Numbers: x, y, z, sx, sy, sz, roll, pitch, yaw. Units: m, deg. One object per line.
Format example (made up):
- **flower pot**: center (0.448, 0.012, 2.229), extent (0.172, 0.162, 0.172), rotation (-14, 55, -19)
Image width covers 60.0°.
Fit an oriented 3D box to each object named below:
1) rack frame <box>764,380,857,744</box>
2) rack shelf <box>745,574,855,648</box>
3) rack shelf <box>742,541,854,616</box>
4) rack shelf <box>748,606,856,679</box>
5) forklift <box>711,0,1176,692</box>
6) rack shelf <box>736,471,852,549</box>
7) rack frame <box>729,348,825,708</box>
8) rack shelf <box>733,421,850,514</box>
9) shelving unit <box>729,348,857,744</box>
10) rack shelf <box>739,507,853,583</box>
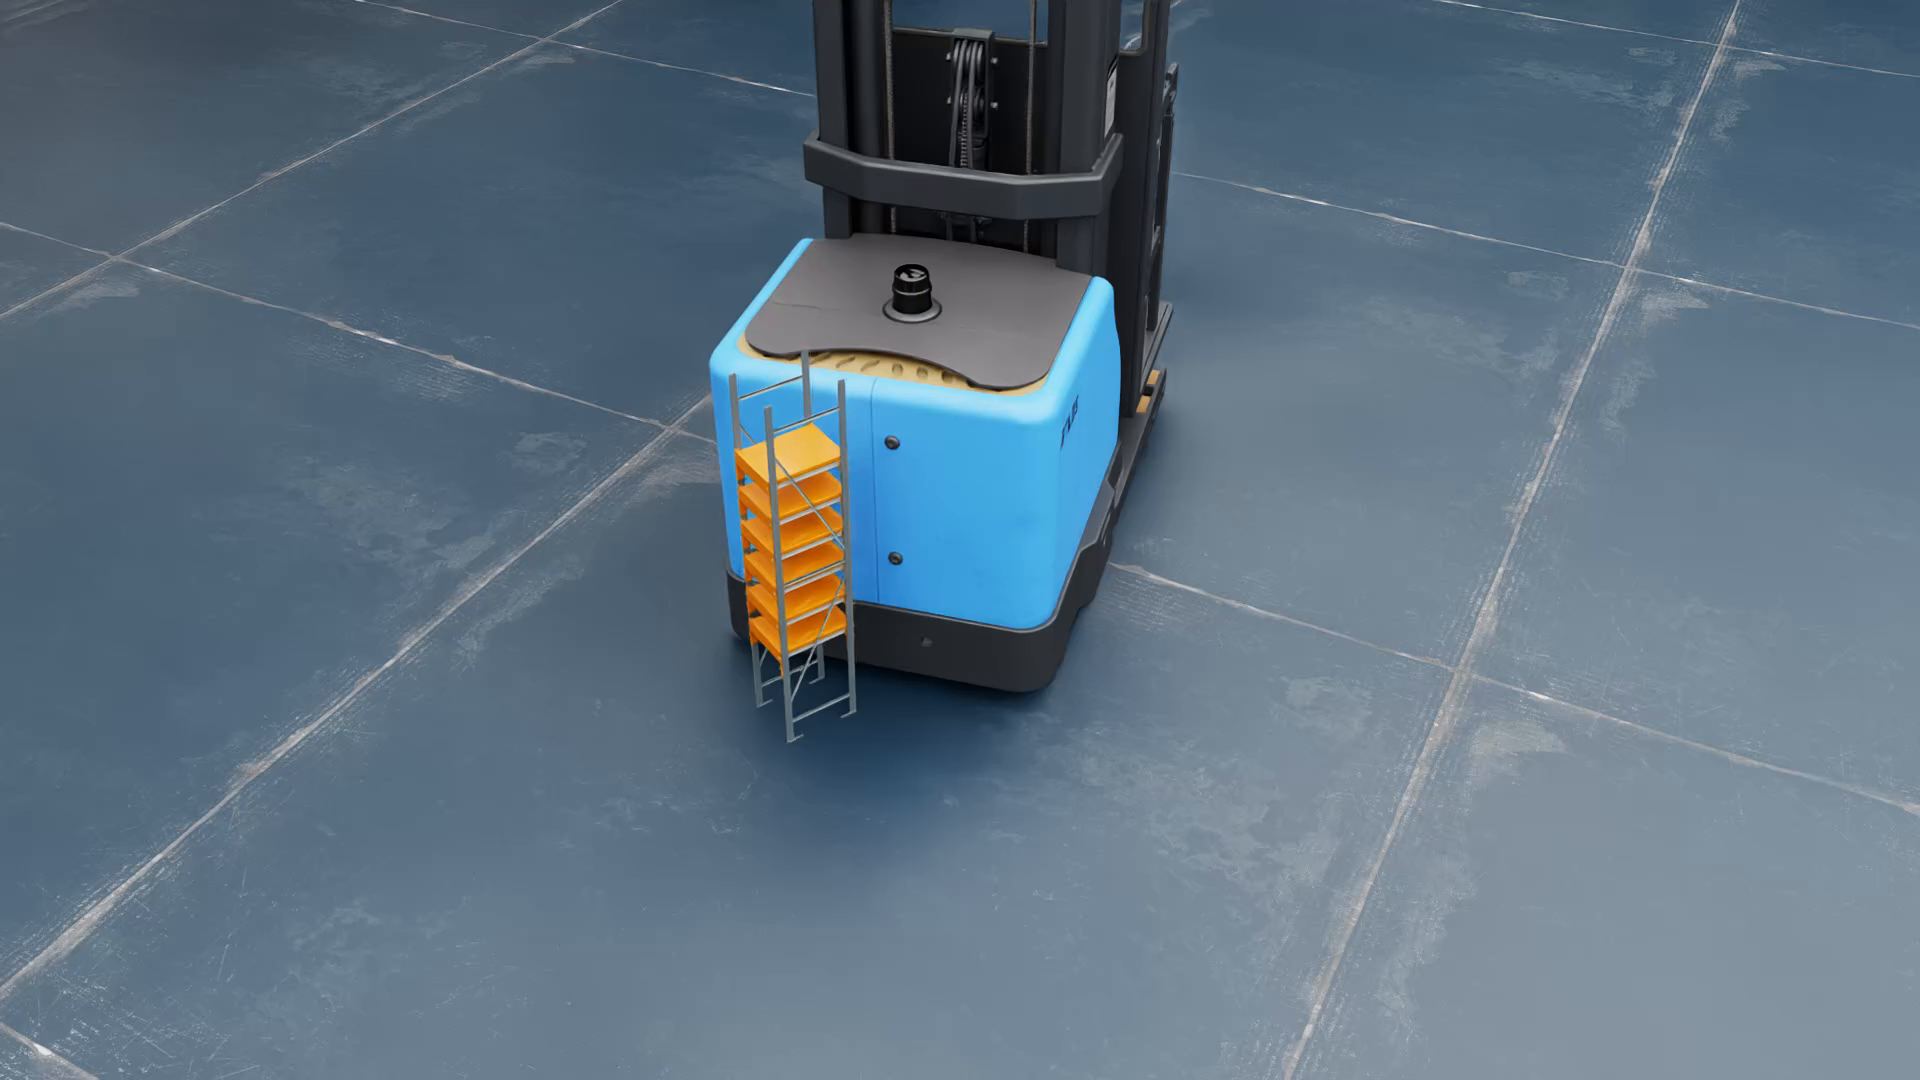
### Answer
- **rack frame**: center (-0.405, 0.096, 4.631), extent (0.240, 1.200, 0.006), rotation (-23, 44, -27)
- **rack shelf**: center (-0.460, 0.177, 4.792), extent (0.258, 0.103, 0.180), rotation (-23, 44, -27)
- **rack shelf**: center (-0.458, 0.084, 4.717), extent (0.258, 0.103, 0.180), rotation (-23, 44, -27)
- **rack shelf**: center (-0.462, 0.271, 4.866), extent (0.258, 0.103, 0.180), rotation (-23, 44, -27)
- **forklift**: center (0.161, -1.602, 5.436), extent (1.130, 2.935, 3.031), rotation (9, 38, 12)
- **rack shelf**: center (-0.455, -0.104, 4.567), extent (0.258, 0.103, 0.180), rotation (-23, 44, -27)
- **rack frame**: center (-0.510, 0.001, 4.747), extent (0.240, 1.200, 0.006), rotation (-23, 44, -27)
- **rack shelf**: center (-0.453, -0.198, 4.493), extent (0.258, 0.103, 0.180), rotation (-23, 44, -27)
- **shelving unit**: center (-0.458, 0.049, 4.689), extent (0.258, 1.200, 0.189), rotation (-23, 44, -27)
- **rack shelf**: center (-0.457, -0.010, 4.642), extent (0.258, 0.103, 0.180), rotation (-23, 44, -27)
